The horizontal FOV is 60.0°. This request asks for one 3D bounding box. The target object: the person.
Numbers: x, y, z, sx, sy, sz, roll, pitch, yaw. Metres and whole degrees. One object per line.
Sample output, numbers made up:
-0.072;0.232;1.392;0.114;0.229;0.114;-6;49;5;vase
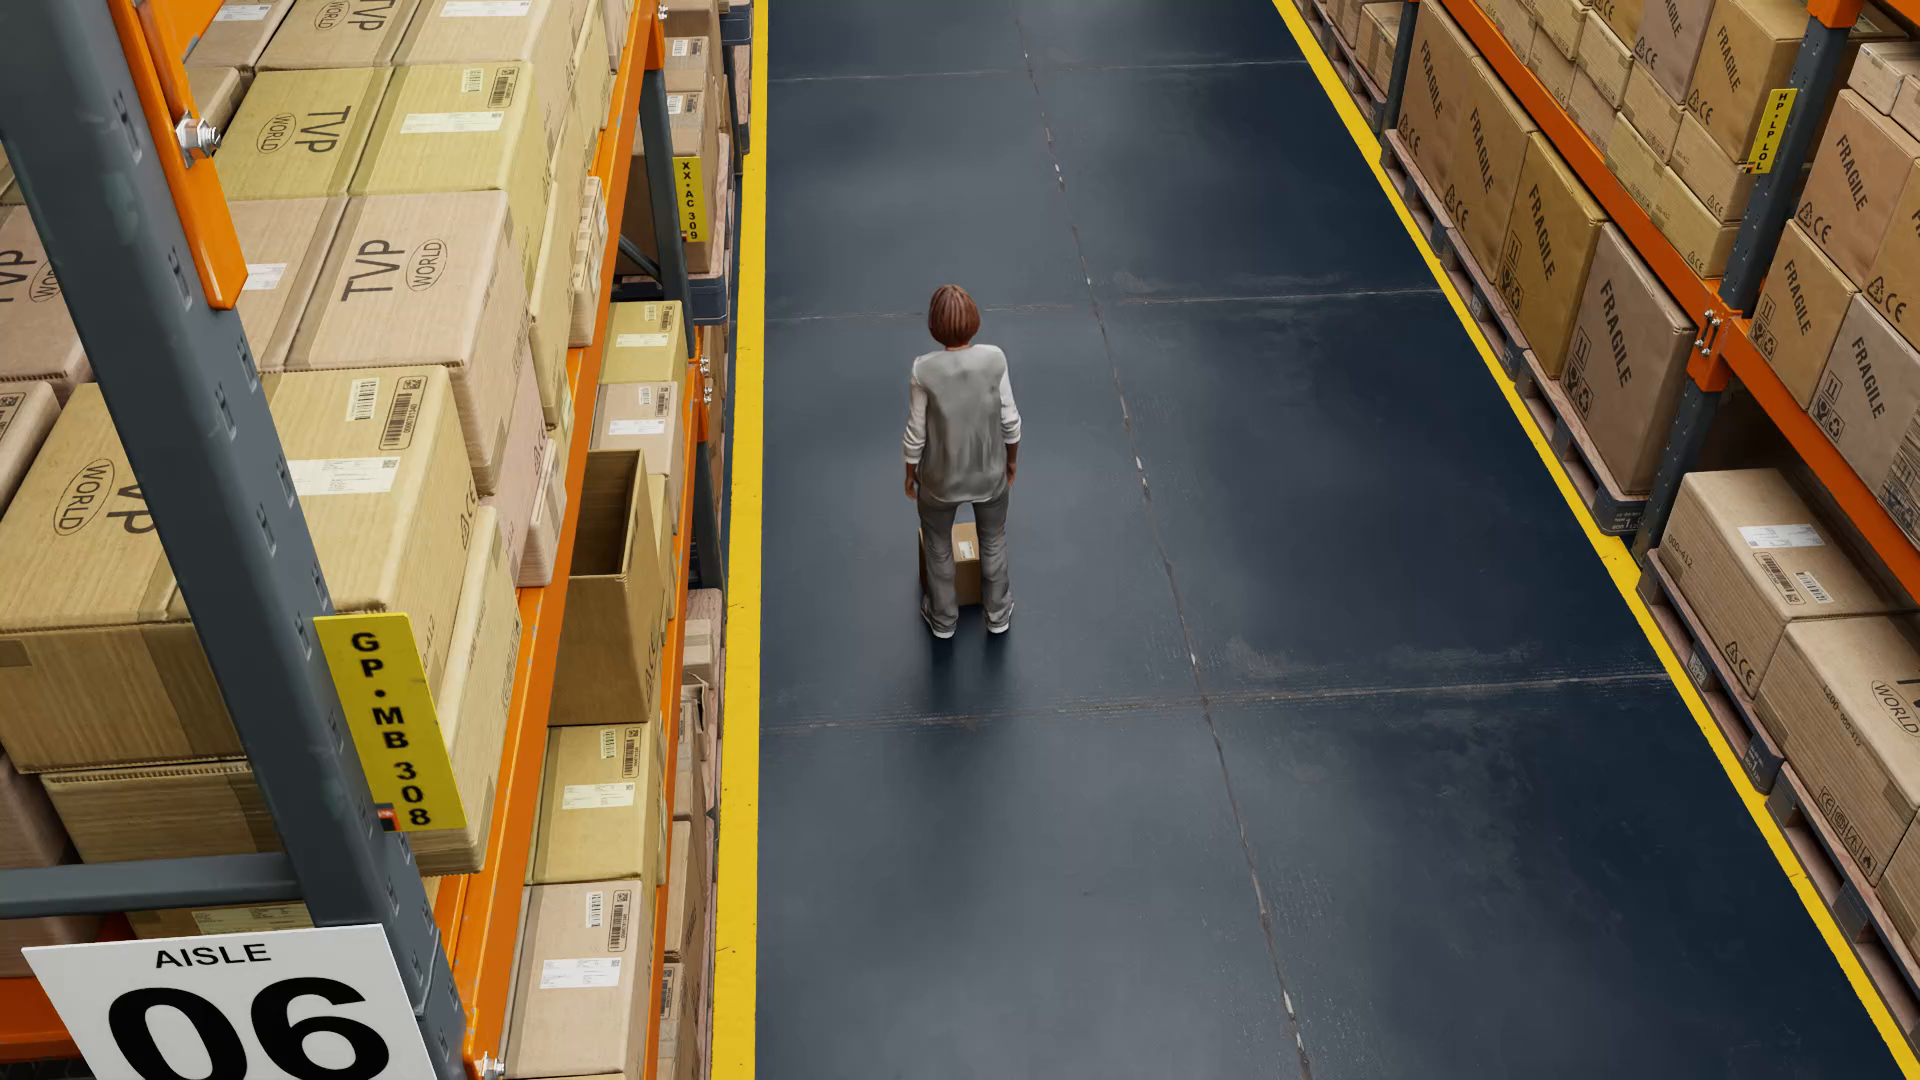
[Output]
0.009;-0.260;6.478;0.473;1.592;0.351;-7;40;-8;person
